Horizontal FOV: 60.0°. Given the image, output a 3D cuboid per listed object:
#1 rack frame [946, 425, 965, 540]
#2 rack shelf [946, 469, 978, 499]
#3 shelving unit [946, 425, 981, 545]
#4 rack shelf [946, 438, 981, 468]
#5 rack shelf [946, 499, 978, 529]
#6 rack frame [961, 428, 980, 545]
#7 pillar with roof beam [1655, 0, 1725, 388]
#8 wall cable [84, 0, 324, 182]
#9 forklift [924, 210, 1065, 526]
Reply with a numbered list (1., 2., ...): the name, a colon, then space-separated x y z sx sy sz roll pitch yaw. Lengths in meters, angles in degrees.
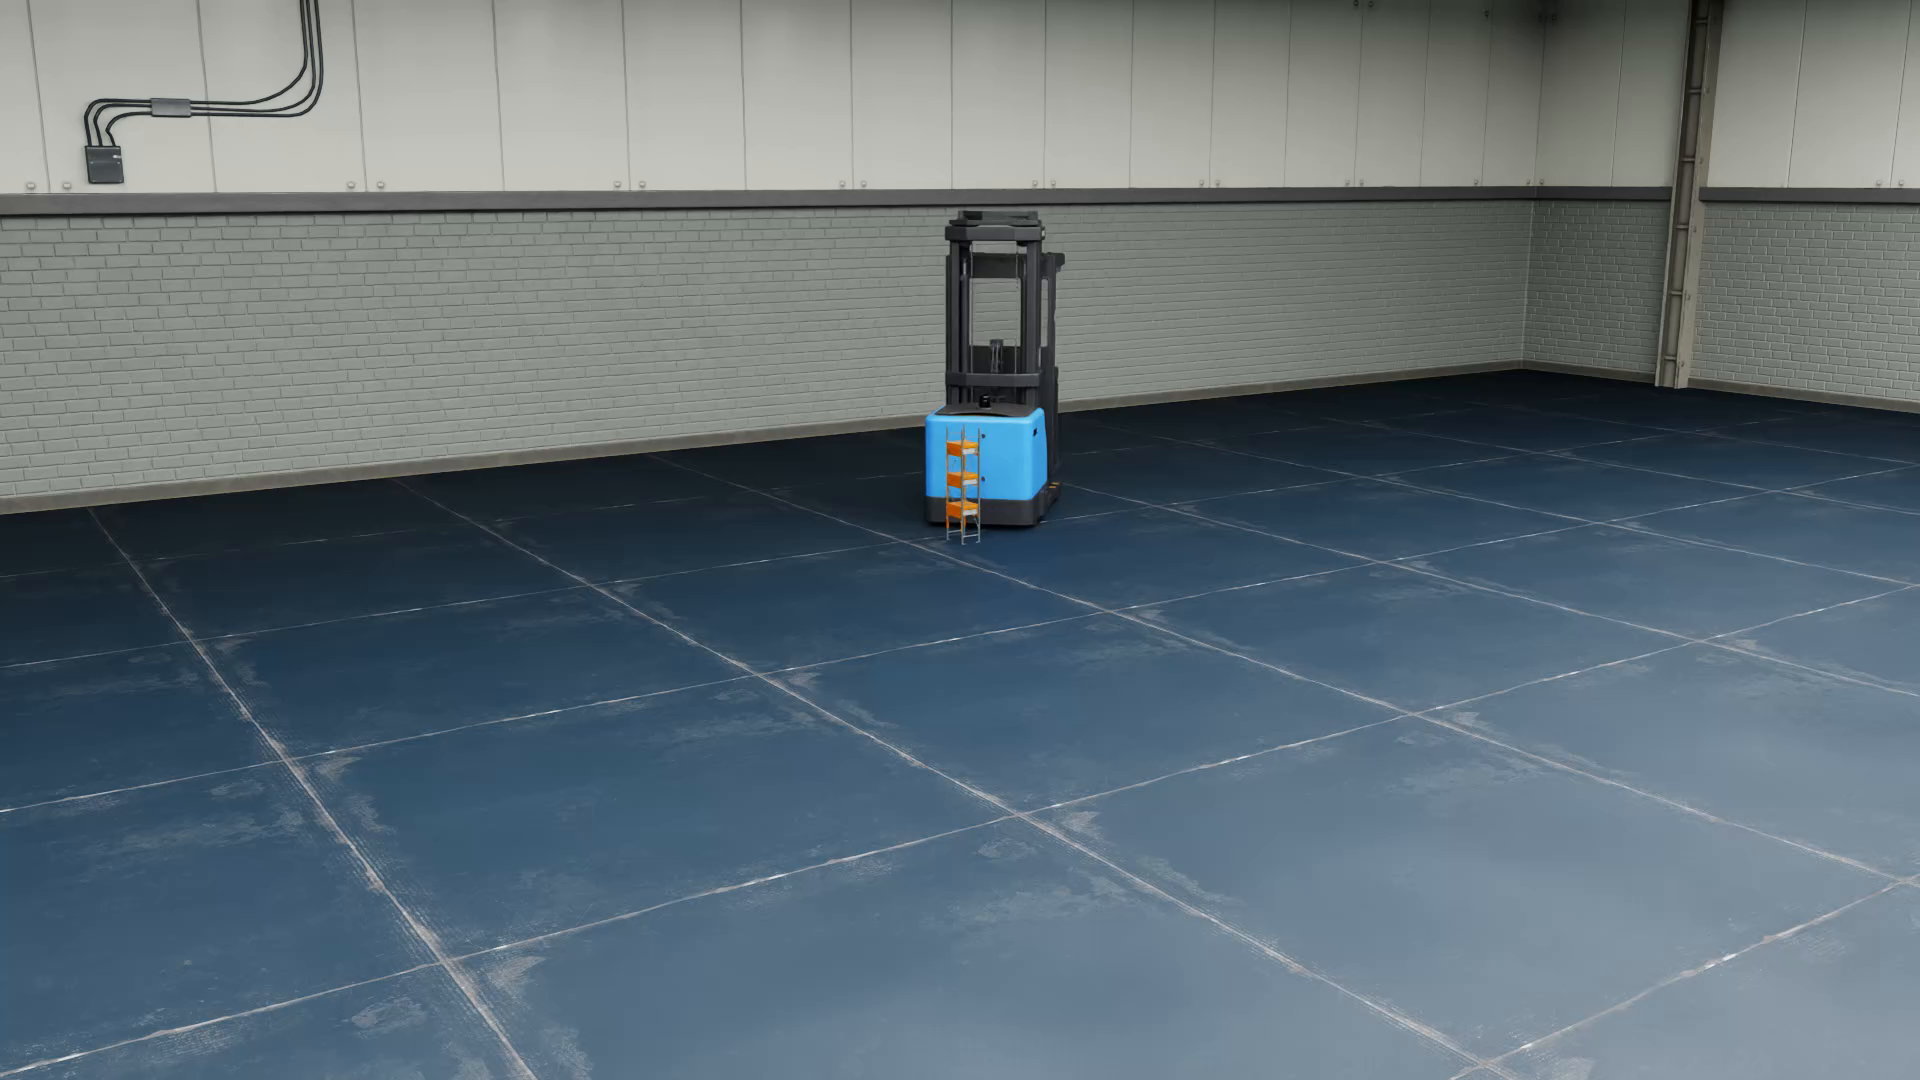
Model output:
1. rack frame: -0.038 -0.525 15.194 0.200 1.050 0.008 -8 15 -33
2. rack shelf: 0.030 -0.493 15.097 0.215 0.259 0.240 -8 15 -33
3. shelving unit: 0.030 -0.503 15.094 0.215 1.050 0.252 -8 15 -33
4. rack shelf: 0.030 -0.770 15.036 0.215 0.259 0.240 -8 15 -33
5. rack shelf: 0.030 -0.222 15.156 0.215 0.259 0.240 -8 15 -33
6. rack frame: 0.097 -0.482 14.995 0.200 1.050 0.008 -8 15 -33
7. pillar with roof beam: 7.704 -6.321 23.092 9.100 9.000 0.400 -8 15 -33
8. wall cable: -7.555 -6.565 16.247 2.305 6.003 0.169 -8 15 -33
9. forklift: 0.447 -1.831 16.764 1.130 2.935 3.031 2 13 11
